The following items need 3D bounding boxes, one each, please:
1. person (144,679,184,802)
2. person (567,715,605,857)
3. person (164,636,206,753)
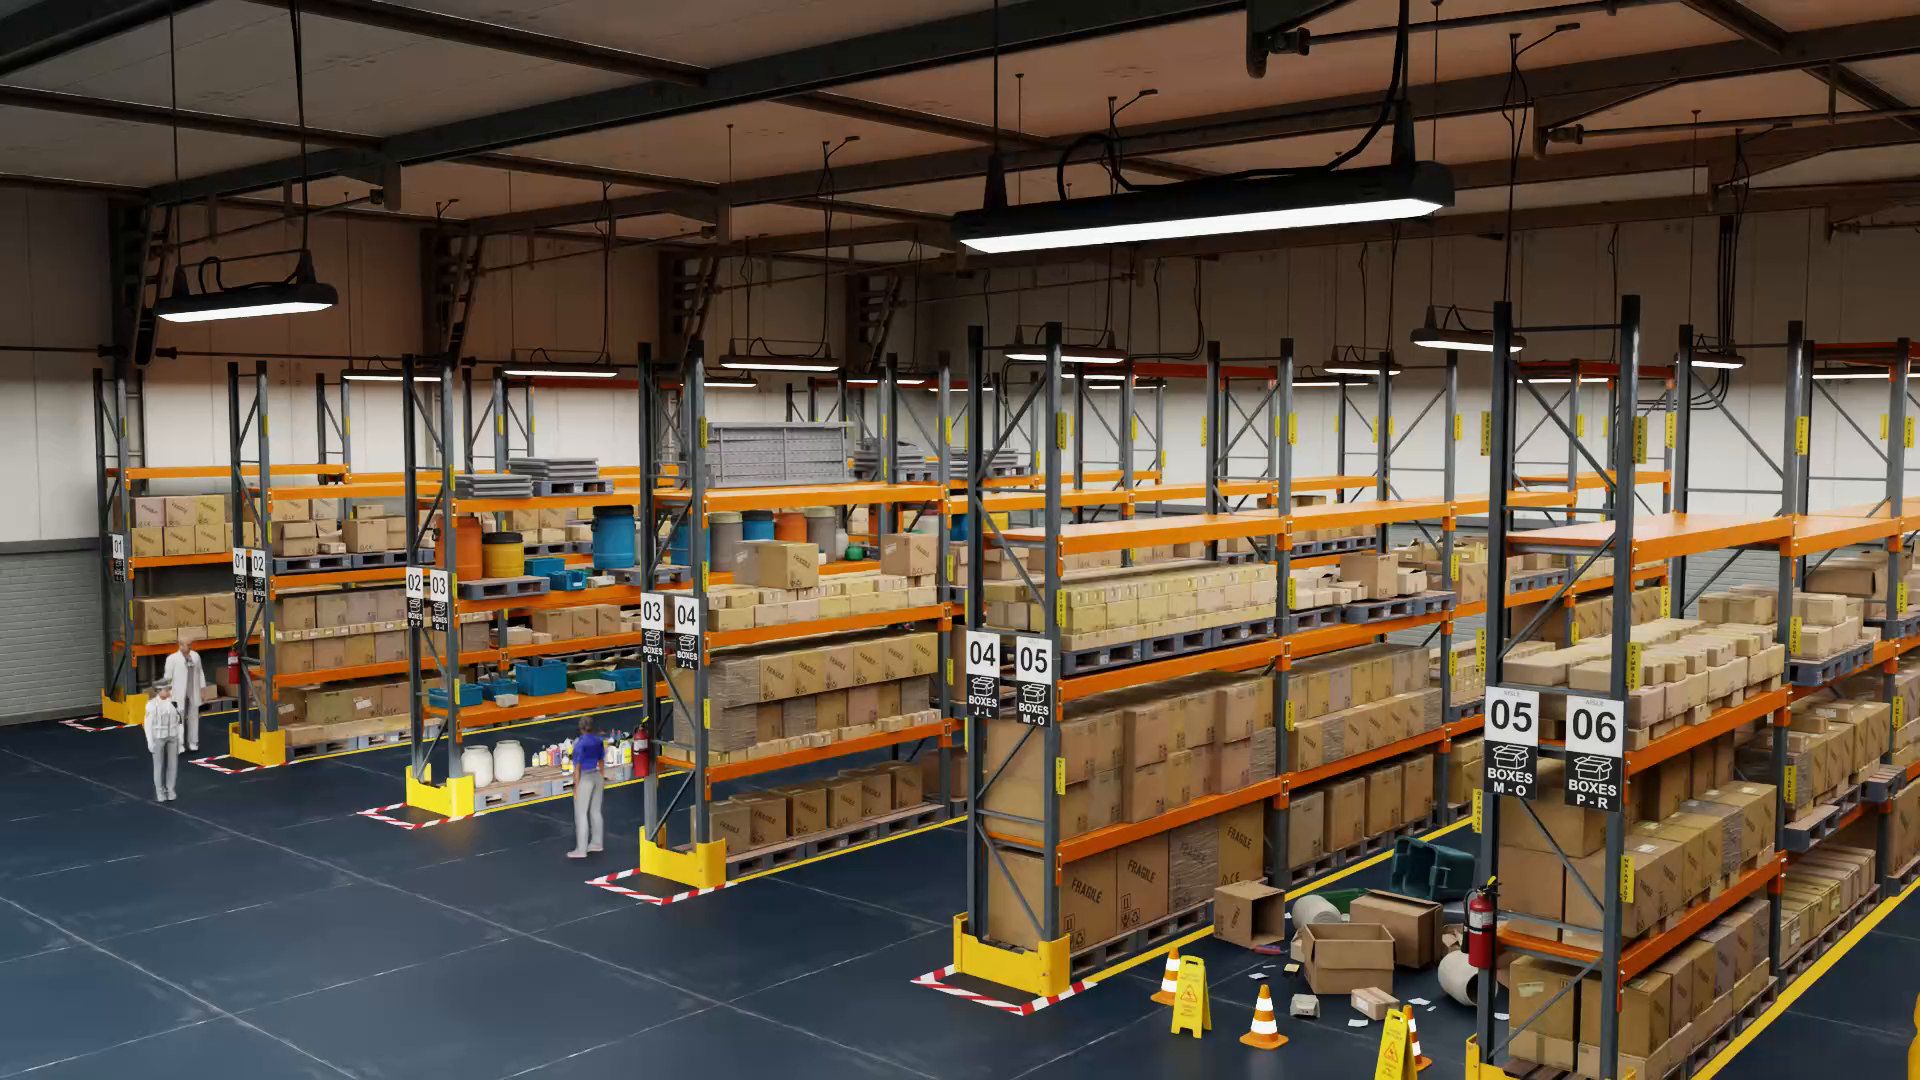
[{"bbox_3d":[-10.727,2.695,22.430,0.382,1.664,0.516,4,6,40],"label":"person"},{"bbox_3d":[-4.405,2.888,19.619,0.389,1.666,0.501,2,5,30],"label":"person"},{"bbox_3d":[-11.986,2.380,25.747,0.423,1.800,0.612,3,5,38],"label":"person"}]
